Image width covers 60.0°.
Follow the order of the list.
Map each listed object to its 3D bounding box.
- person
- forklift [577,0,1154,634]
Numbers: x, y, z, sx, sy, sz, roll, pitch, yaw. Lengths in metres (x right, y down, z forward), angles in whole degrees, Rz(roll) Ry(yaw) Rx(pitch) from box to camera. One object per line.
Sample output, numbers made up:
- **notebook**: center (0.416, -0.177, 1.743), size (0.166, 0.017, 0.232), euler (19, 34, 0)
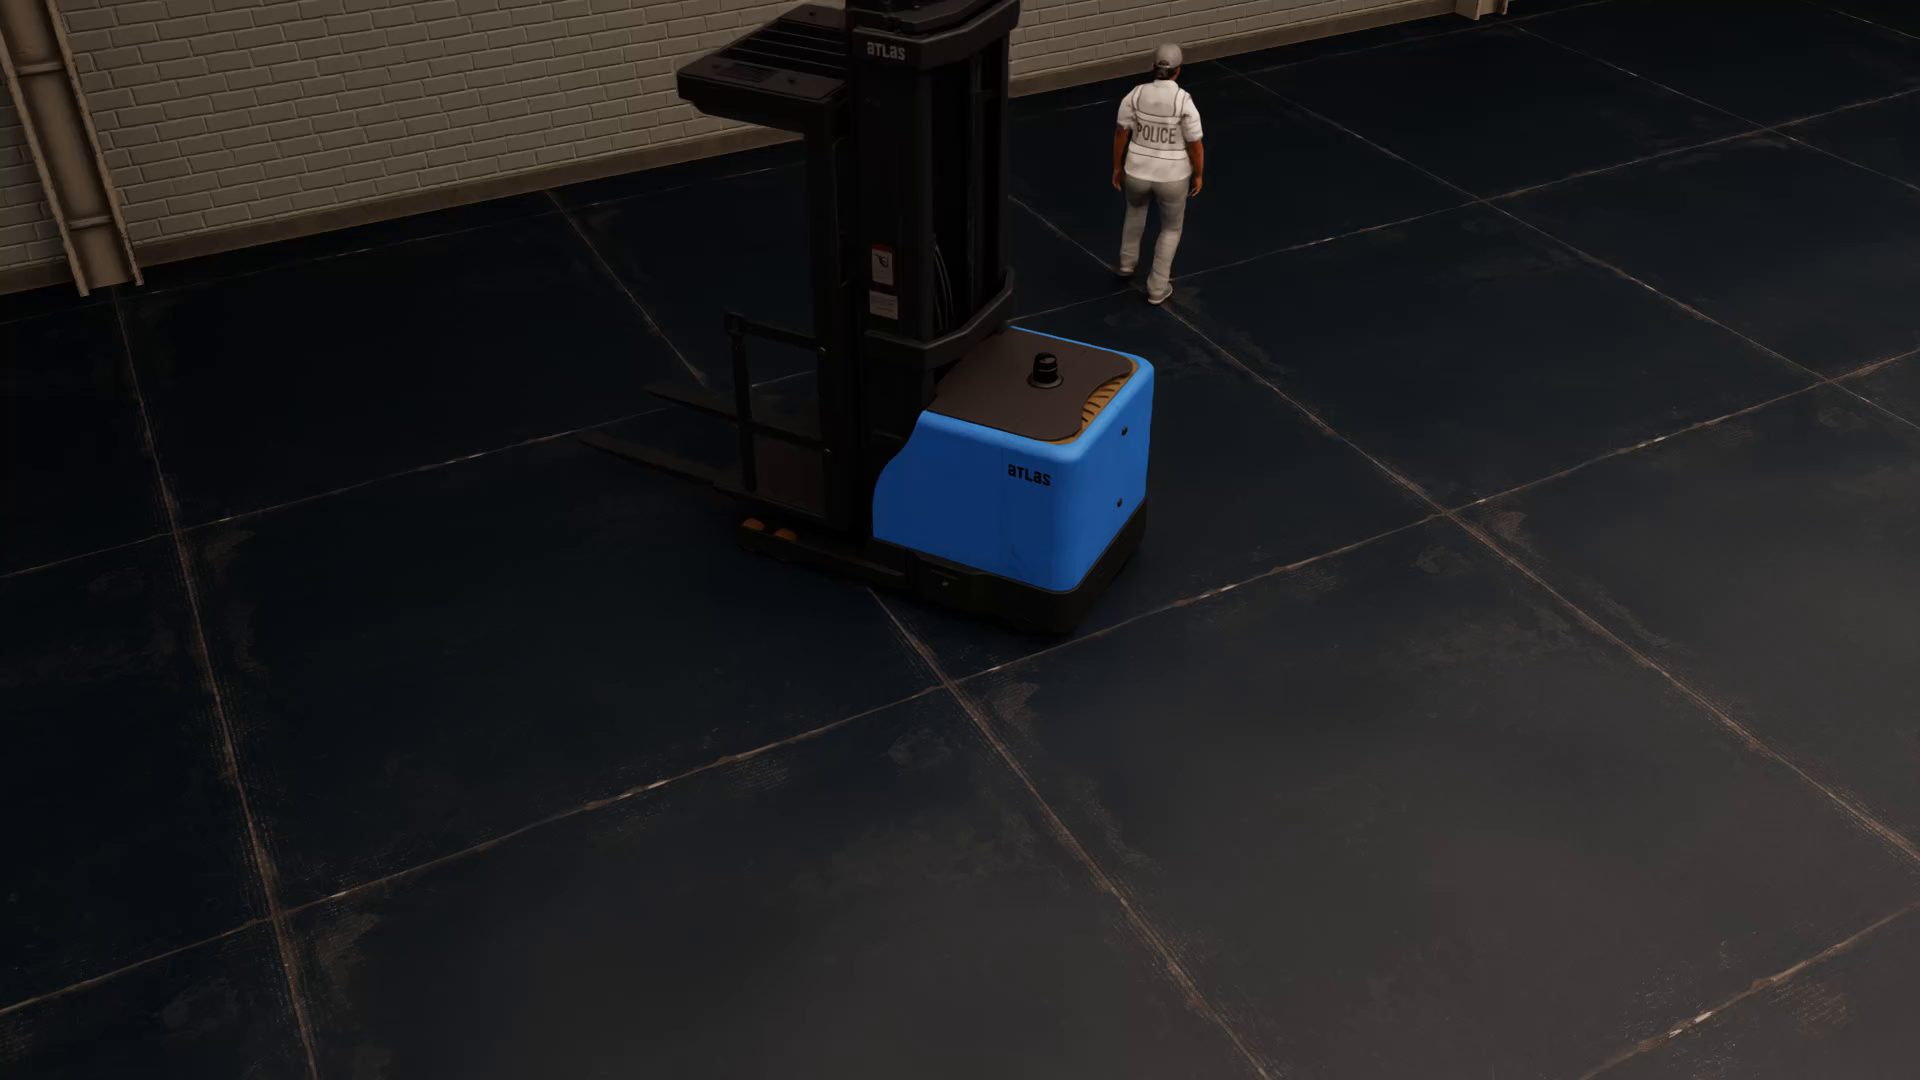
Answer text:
- **person**: center (1.262, -2.312, 10.574), size (0.589, 1.714, 0.481), euler (15, 38, 20)
- **forklift**: center (-0.594, -1.340, 8.019), size (3.031, 2.935, 1.130), euler (17, 39, 22)
